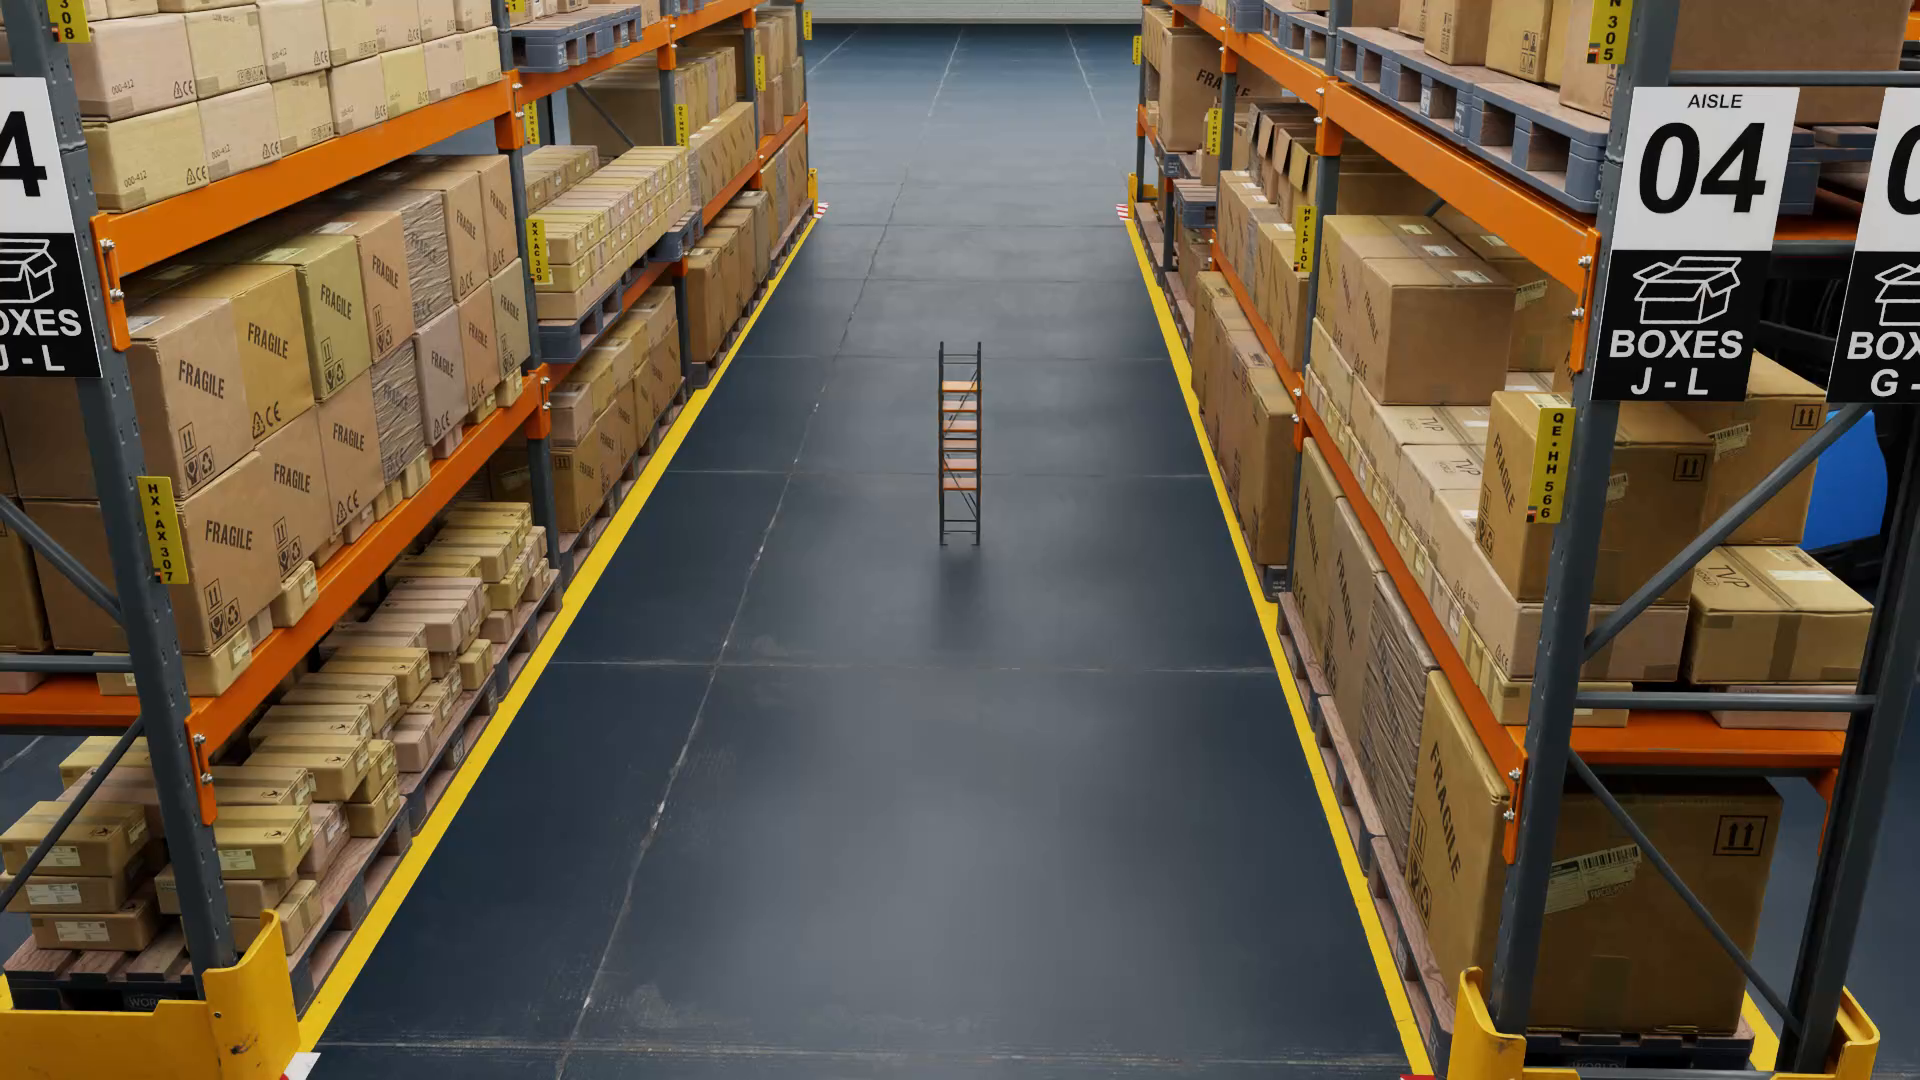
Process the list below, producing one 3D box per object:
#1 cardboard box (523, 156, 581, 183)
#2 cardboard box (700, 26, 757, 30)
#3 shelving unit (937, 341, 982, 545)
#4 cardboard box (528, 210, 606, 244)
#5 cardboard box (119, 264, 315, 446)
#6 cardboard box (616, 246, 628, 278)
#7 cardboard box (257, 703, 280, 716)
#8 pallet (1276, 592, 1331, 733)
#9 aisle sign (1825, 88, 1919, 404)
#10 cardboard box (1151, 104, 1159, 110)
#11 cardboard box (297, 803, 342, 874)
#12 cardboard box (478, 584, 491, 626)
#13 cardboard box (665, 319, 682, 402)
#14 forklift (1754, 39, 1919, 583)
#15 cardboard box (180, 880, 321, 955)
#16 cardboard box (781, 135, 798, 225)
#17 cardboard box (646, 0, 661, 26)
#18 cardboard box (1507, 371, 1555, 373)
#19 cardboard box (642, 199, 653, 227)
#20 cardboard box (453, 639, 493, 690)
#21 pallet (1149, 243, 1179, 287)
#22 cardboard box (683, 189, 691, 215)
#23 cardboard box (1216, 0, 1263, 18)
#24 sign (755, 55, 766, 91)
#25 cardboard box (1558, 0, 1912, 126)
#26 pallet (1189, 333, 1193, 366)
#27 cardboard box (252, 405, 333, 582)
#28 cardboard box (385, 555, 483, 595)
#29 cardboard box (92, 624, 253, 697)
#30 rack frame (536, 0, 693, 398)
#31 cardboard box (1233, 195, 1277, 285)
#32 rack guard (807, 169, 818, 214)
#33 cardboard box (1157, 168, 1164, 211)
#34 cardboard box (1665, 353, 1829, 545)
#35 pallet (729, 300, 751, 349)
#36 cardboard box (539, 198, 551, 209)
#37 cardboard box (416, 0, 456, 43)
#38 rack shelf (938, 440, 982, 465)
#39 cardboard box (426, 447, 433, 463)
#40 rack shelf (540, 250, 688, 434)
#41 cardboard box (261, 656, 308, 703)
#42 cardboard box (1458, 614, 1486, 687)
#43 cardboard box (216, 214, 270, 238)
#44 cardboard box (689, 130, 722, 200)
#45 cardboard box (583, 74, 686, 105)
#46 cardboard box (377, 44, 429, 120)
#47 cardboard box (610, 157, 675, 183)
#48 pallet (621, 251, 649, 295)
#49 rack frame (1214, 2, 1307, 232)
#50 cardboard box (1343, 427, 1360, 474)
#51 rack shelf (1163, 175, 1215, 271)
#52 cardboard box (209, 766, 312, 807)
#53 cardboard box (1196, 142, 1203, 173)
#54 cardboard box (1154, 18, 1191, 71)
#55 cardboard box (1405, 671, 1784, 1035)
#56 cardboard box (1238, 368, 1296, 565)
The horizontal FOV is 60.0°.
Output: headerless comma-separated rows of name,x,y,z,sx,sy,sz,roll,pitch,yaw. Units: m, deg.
cardboard box,-2.805,-2.526,11.337,0.380,0.149,0.250,1,21,1
cardboard box,-2.512,-4.874,16.743,0.875,0.550,0.550,1,21,2
shelving unit,0.000,-0.565,9.825,0.258,1.200,0.189,1,21,2
cardboard box,-2.217,-1.761,9.366,0.380,0.149,0.250,1,21,2
cardboard box,-2.535,-0.622,5.553,0.500,0.500,0.500,1,21,3
cardboard box,-2.200,-1.664,9.937,0.380,0.149,0.250,0,21,-1
cardboard box,-3.049,0.705,7.016,0.380,0.149,0.250,2,21,4
pallet,2.152,0.591,8.215,1.003,0.211,1.213,1,21,2
aisle sign,2.429,-0.720,4.144,0.394,0.787,0.004,1,21,2
cardboard box,2.320,-4.743,18.454,0.380,0.149,0.250,1,21,2
cardboard box,-2.486,1.081,6.045,0.380,0.149,0.250,1,21,1
cardboard box,-2.485,0.322,8.001,0.380,0.149,0.250,1,21,2
cardboard box,-2.339,-1.310,12.134,0.500,0.500,0.500,1,21,1
forklift,5.306,-1.347,9.449,3.031,2.935,1.130,-10,23,-24
cardboard box,-2.487,1.319,5.843,0.380,0.149,0.250,1,21,3
cardboard box,-2.316,-4.054,18.688,0.875,0.875,0.875,0,21,1
cardboard box,-2.343,-3.757,11.279,0.500,0.500,0.500,1,21,2
cardboard box,2.489,-0.703,7.489,0.500,0.250,0.500,1,21,3
cardboard box,-2.177,-2.088,10.619,0.380,0.149,0.250,1,21,3
cardboard box,-2.404,0.579,7.752,0.380,0.149,0.250,1,21,2
pallet,2.482,-2.819,17.003,1.003,0.211,1.213,1,21,2
cardboard box,-2.135,-2.416,11.876,0.380,0.149,0.250,1,21,3
cardboard box,2.144,-3.933,12.079,0.500,0.250,0.500,1,21,2
sign,-1.916,-4.467,15.905,0.100,0.325,0.005,1,21,2
cardboard box,2.094,-1.413,4.521,0.700,0.500,0.500,-1,21,-2
pallet,2.400,-1.412,13.377,1.003,0.211,1.213,1,21,2
cardboard box,-2.543,-0.167,5.762,0.500,0.500,0.500,1,21,2
cardboard box,-2.507,0.189,7.934,0.380,0.149,0.250,1,21,3
cardboard box,-2.486,0.375,5.262,0.380,0.149,0.250,0,21,1
rack frame,-2.580,-2.521,12.379,1.000,3.000,0.127,1,21,2
cardboard box,2.062,-1.932,10.723,0.500,0.500,0.500,0,21,1
rack guard,-2.336,-4.257,20.308,1.175,0.500,0.348,1,21,2
cardboard box,2.582,-4.127,19.394,0.500,0.500,0.500,5,22,12
cardboard box,2.431,-0.307,5.433,0.500,0.500,0.500,0,21,0
pallet,-2.441,-1.945,14.750,1.003,0.211,1.213,1,21,2
cardboard box,-2.833,-2.100,10.650,0.380,0.149,0.250,0,21,1
cardboard box,-2.489,-2.278,7.124,0.500,0.250,0.500,0,21,-1
rack shelf,0.000,-0.523,9.841,0.258,0.103,0.180,1,21,2
cardboard box,-2.515,-0.378,7.204,0.380,0.149,0.250,0,21,1
rack shelf,-2.641,-1.462,10.645,1.077,0.370,4.000,1,21,2
cardboard box,-2.972,0.563,6.968,0.380,0.149,0.250,0,21,0
cardboard box,1.819,0.354,5.318,0.380,0.149,0.250,1,21,2
cardboard box,-3.023,-1.010,6.555,0.500,0.500,0.500,0,21,0
cardboard box,-2.268,-3.093,13.715,0.500,0.500,0.500,1,21,2
cardboard box,-2.542,-3.379,13.069,0.700,0.500,0.500,0,21,1
cardboard box,-2.488,-1.859,6.733,0.500,0.250,0.500,0,21,1
cardboard box,-2.154,-2.509,11.293,0.380,0.149,0.250,1,21,3
pallet,-2.599,-1.715,10.568,1.003,0.211,1.213,1,21,2
rack frame,2.375,-2.430,12.144,1.000,3.000,0.127,1,21,2
cardboard box,1.882,-0.385,7.222,0.380,0.149,0.250,0,21,1
rack shelf,2.436,-2.817,14.138,1.077,0.370,4.000,1,21,2
cardboard box,-2.579,0.941,5.995,0.380,0.149,0.250,1,21,3
cardboard box,2.156,-3.169,13.654,0.396,0.266,0.258,0,21,0
cardboard box,2.265,-5.055,16.978,0.500,0.500,0.500,1,21,2
cardboard box,2.071,1.025,5.596,0.875,0.875,0.875,1,21,2
cardboard box,2.253,-0.420,9.322,1.225,0.875,0.875,1,21,2
